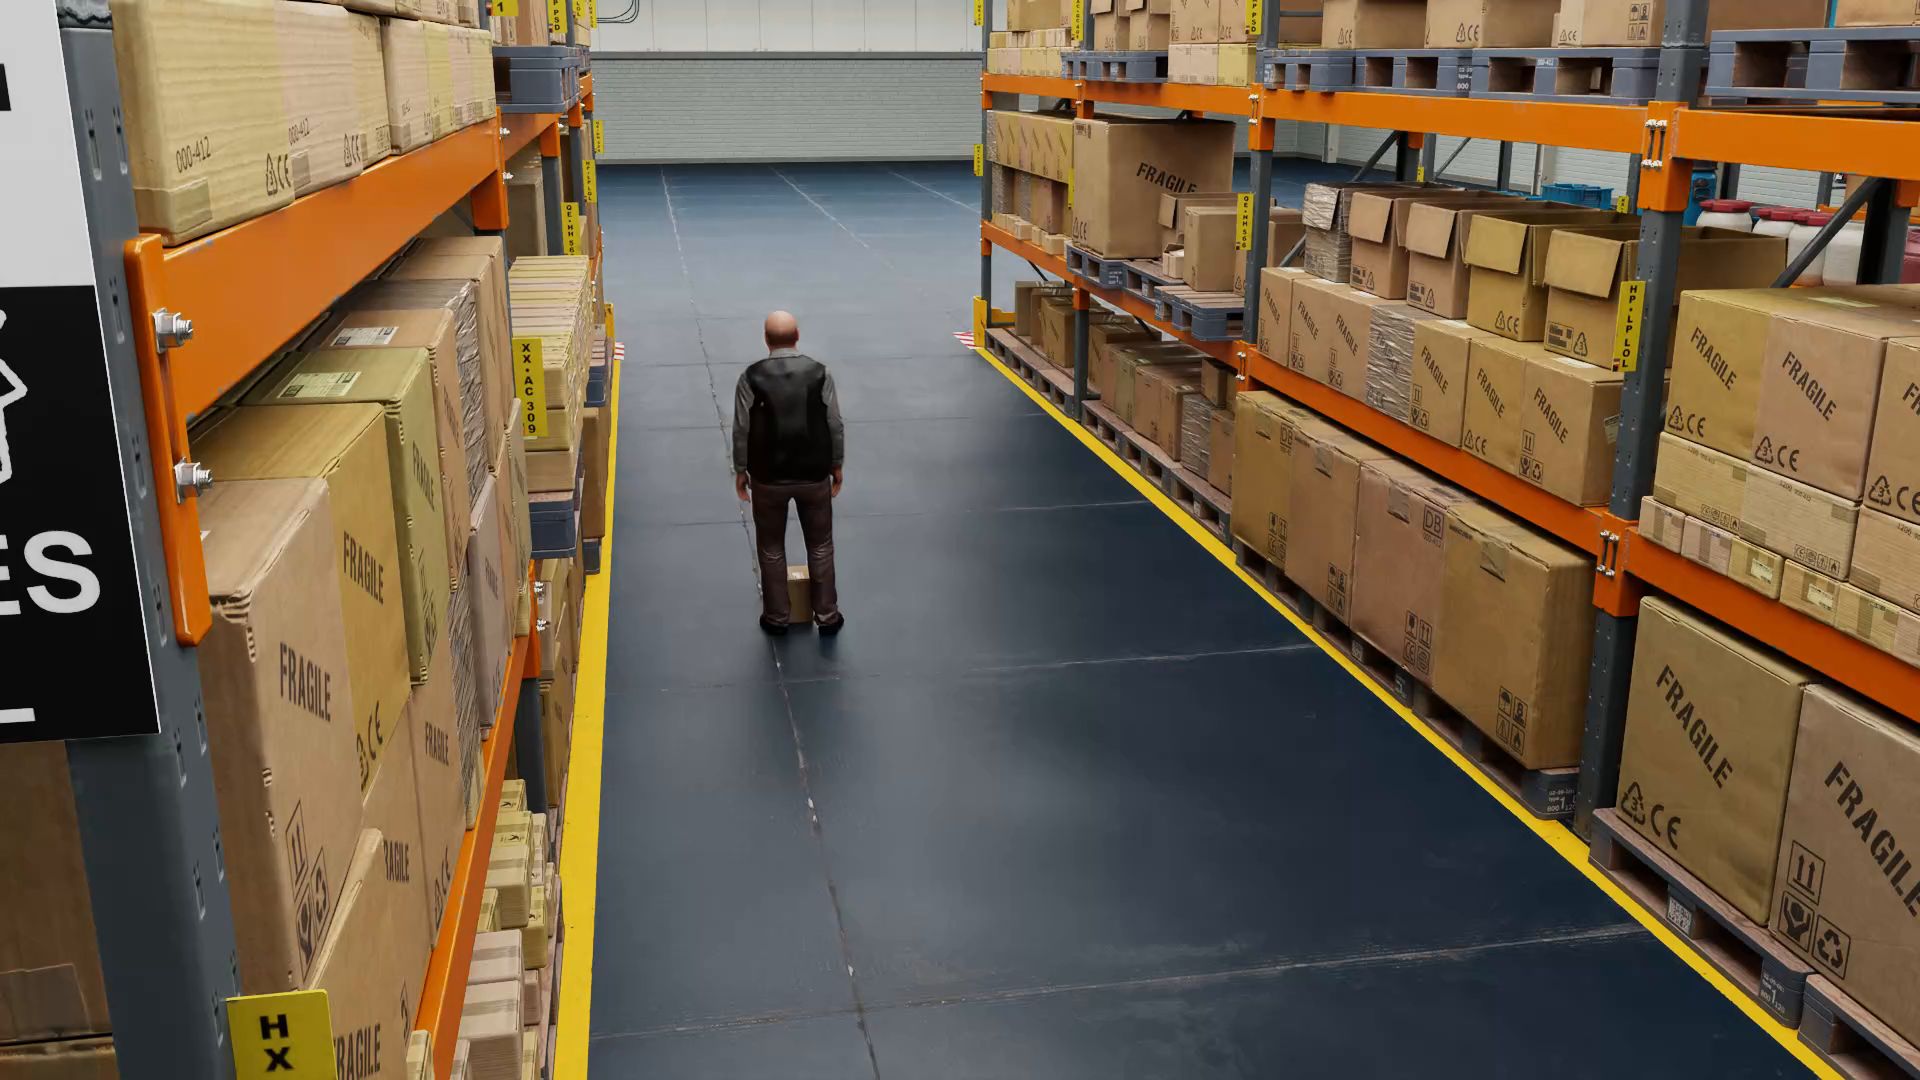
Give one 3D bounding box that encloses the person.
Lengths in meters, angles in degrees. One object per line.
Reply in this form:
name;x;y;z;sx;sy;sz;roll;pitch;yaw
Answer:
person;-0.894;-0.334;8.724;0.582;1.721;0.461;-3;17;-11
